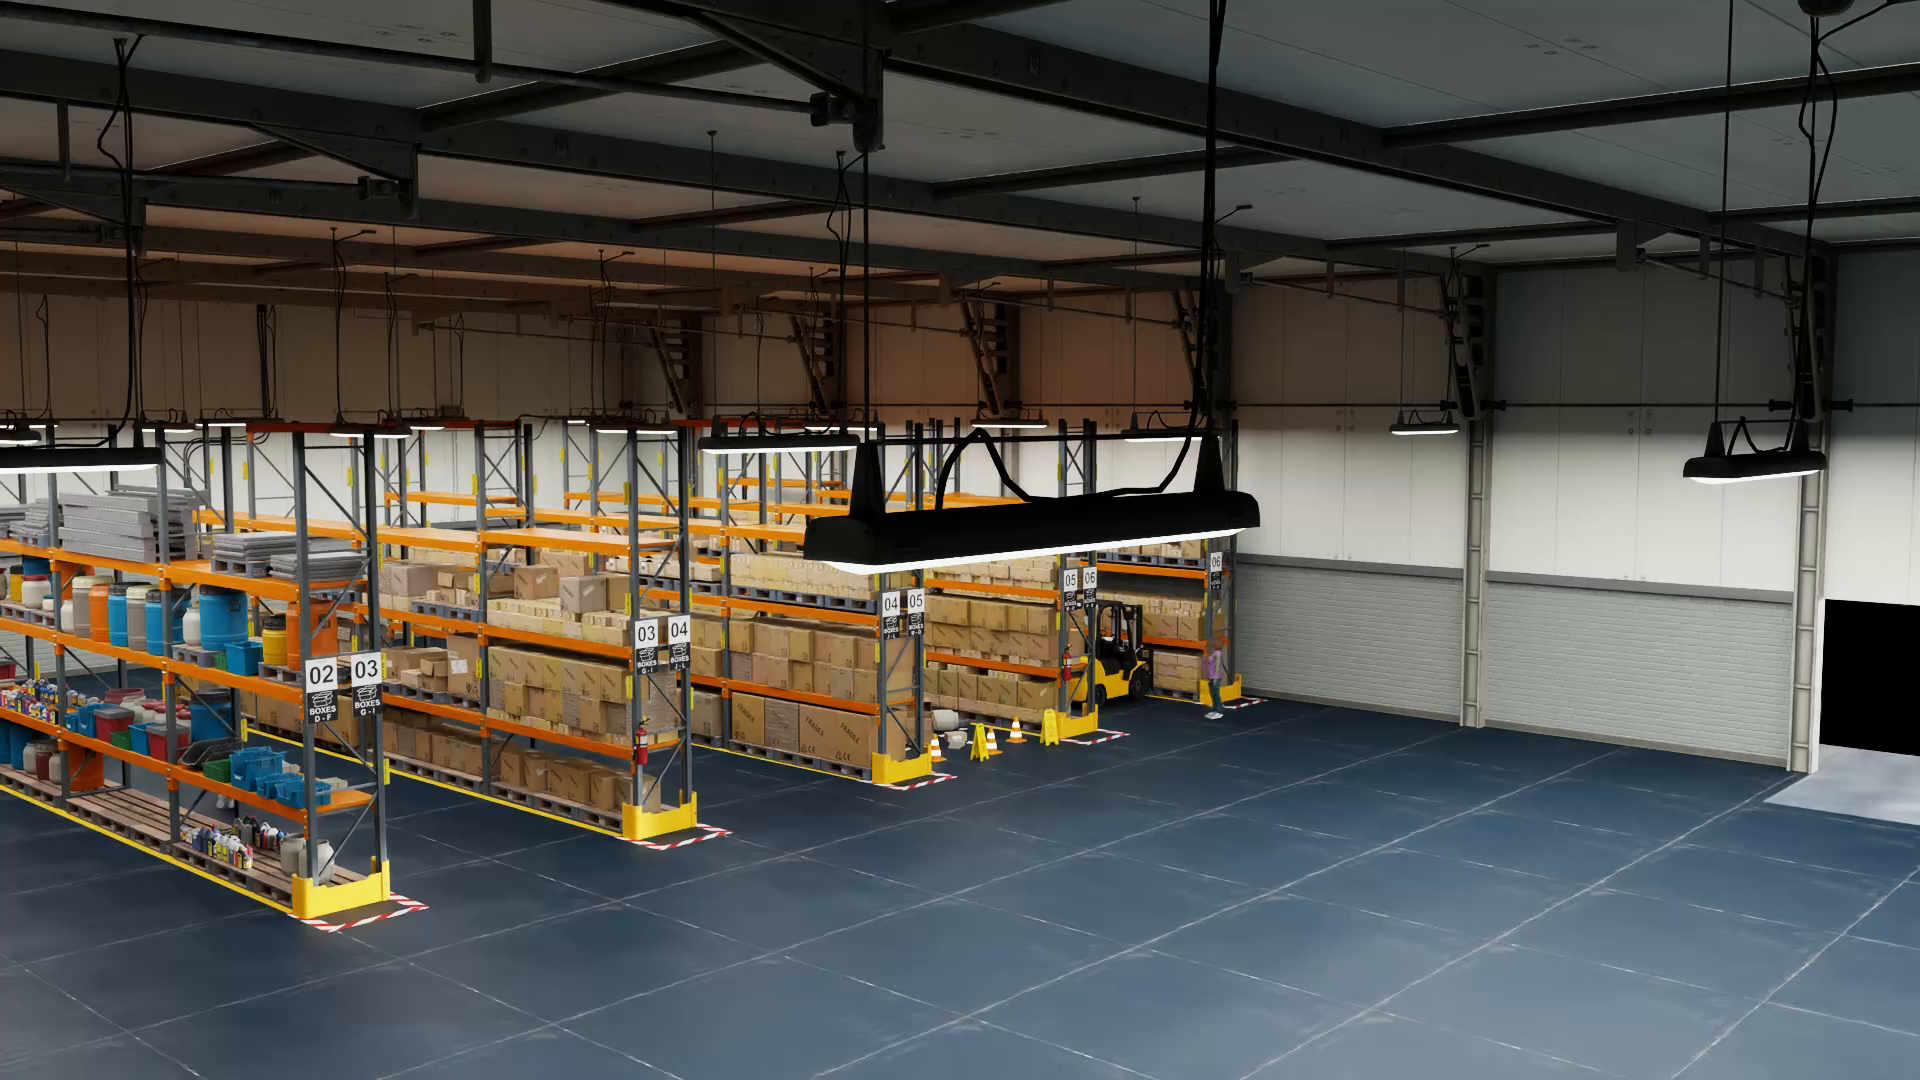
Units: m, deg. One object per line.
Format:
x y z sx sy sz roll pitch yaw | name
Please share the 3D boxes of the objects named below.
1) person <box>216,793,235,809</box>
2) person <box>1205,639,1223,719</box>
-11.447 3.356 25.955 0.472 1.682 0.478 -1 5 -7 | person
5.123 2.797 33.557 0.357 1.615 0.491 -2 5 -20 | person
